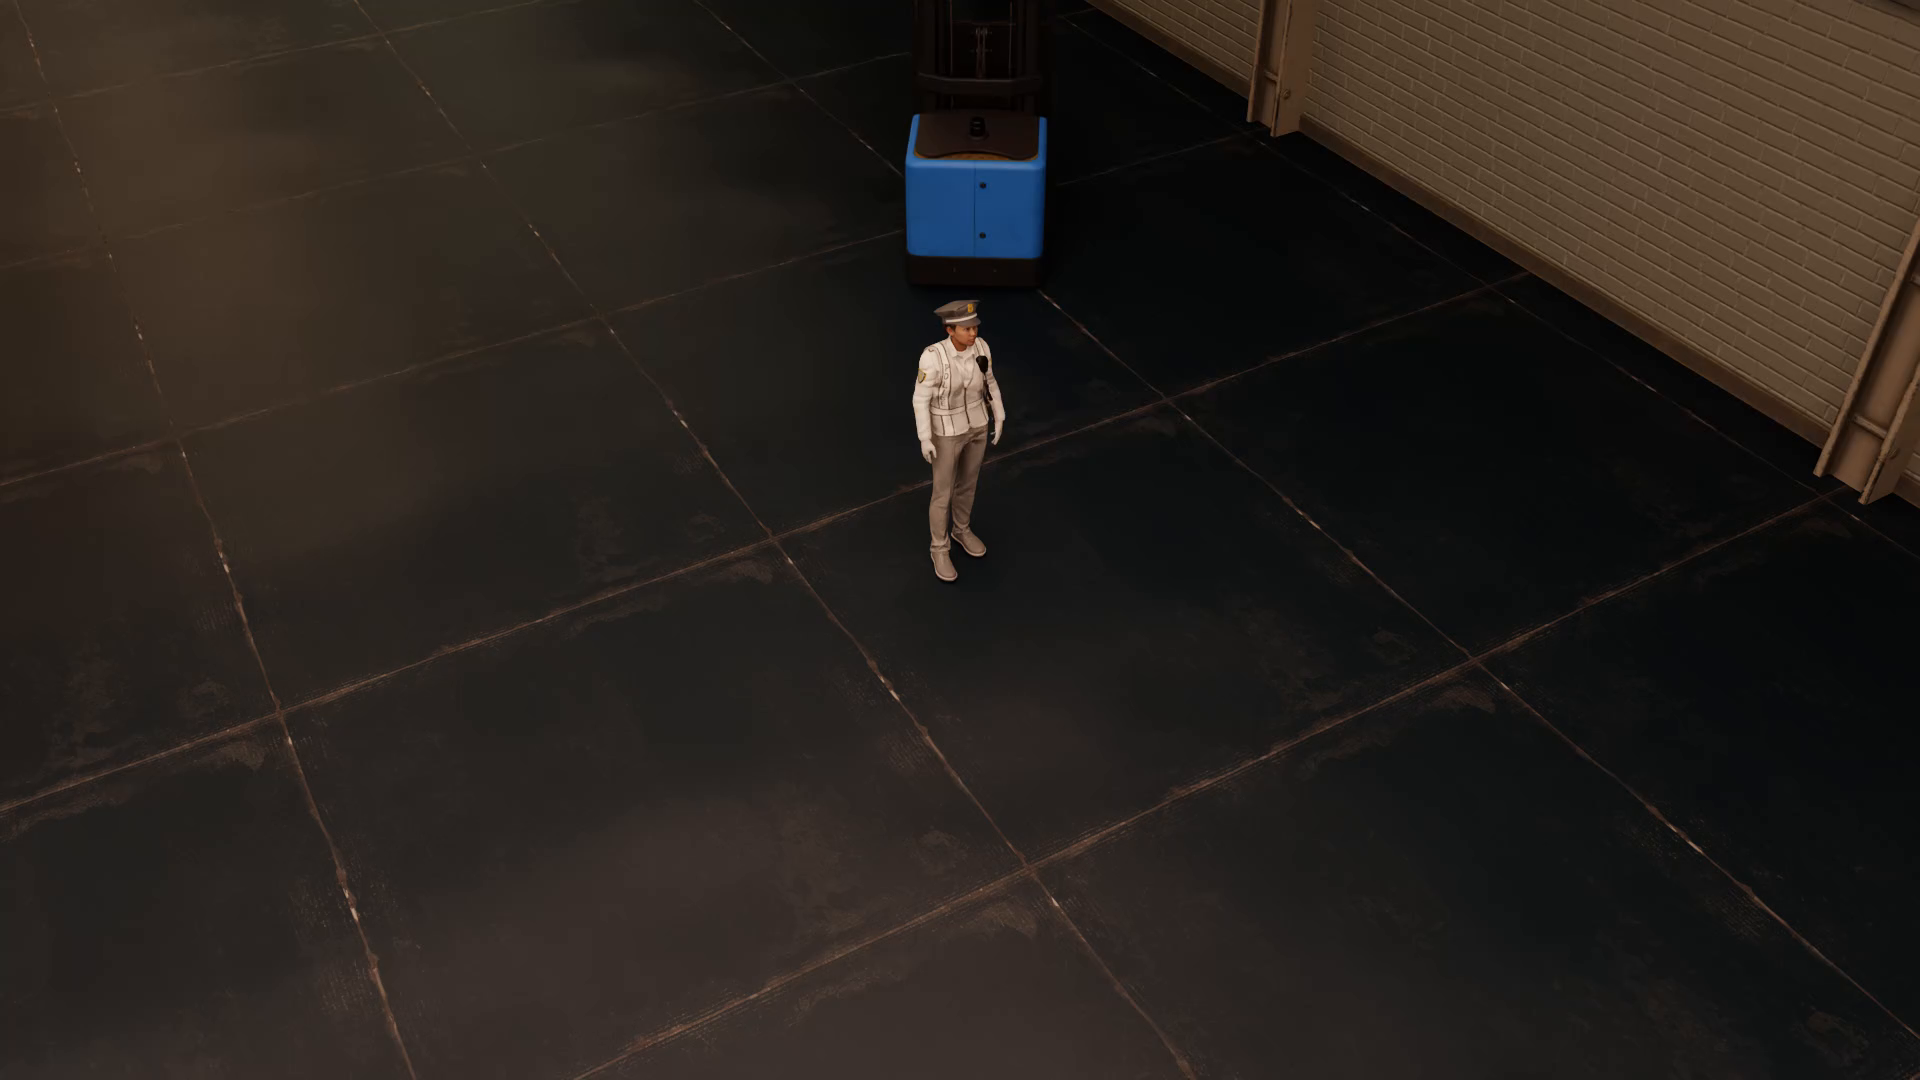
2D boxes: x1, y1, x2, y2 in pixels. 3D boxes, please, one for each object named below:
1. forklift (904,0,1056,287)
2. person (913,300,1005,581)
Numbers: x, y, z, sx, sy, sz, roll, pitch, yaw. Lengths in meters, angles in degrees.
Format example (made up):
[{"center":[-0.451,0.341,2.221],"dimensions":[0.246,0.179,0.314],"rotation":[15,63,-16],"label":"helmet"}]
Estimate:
[{"center":[0.185,-3.953,12.801],"dimensions":[1.130,2.935,3.031],"rotation":[2,40,2],"label":"forklift"},{"center":[0.028,-0.619,9.739],"dimensions":[0.587,1.696,0.534],"rotation":[-20,44,-23],"label":"person"}]
